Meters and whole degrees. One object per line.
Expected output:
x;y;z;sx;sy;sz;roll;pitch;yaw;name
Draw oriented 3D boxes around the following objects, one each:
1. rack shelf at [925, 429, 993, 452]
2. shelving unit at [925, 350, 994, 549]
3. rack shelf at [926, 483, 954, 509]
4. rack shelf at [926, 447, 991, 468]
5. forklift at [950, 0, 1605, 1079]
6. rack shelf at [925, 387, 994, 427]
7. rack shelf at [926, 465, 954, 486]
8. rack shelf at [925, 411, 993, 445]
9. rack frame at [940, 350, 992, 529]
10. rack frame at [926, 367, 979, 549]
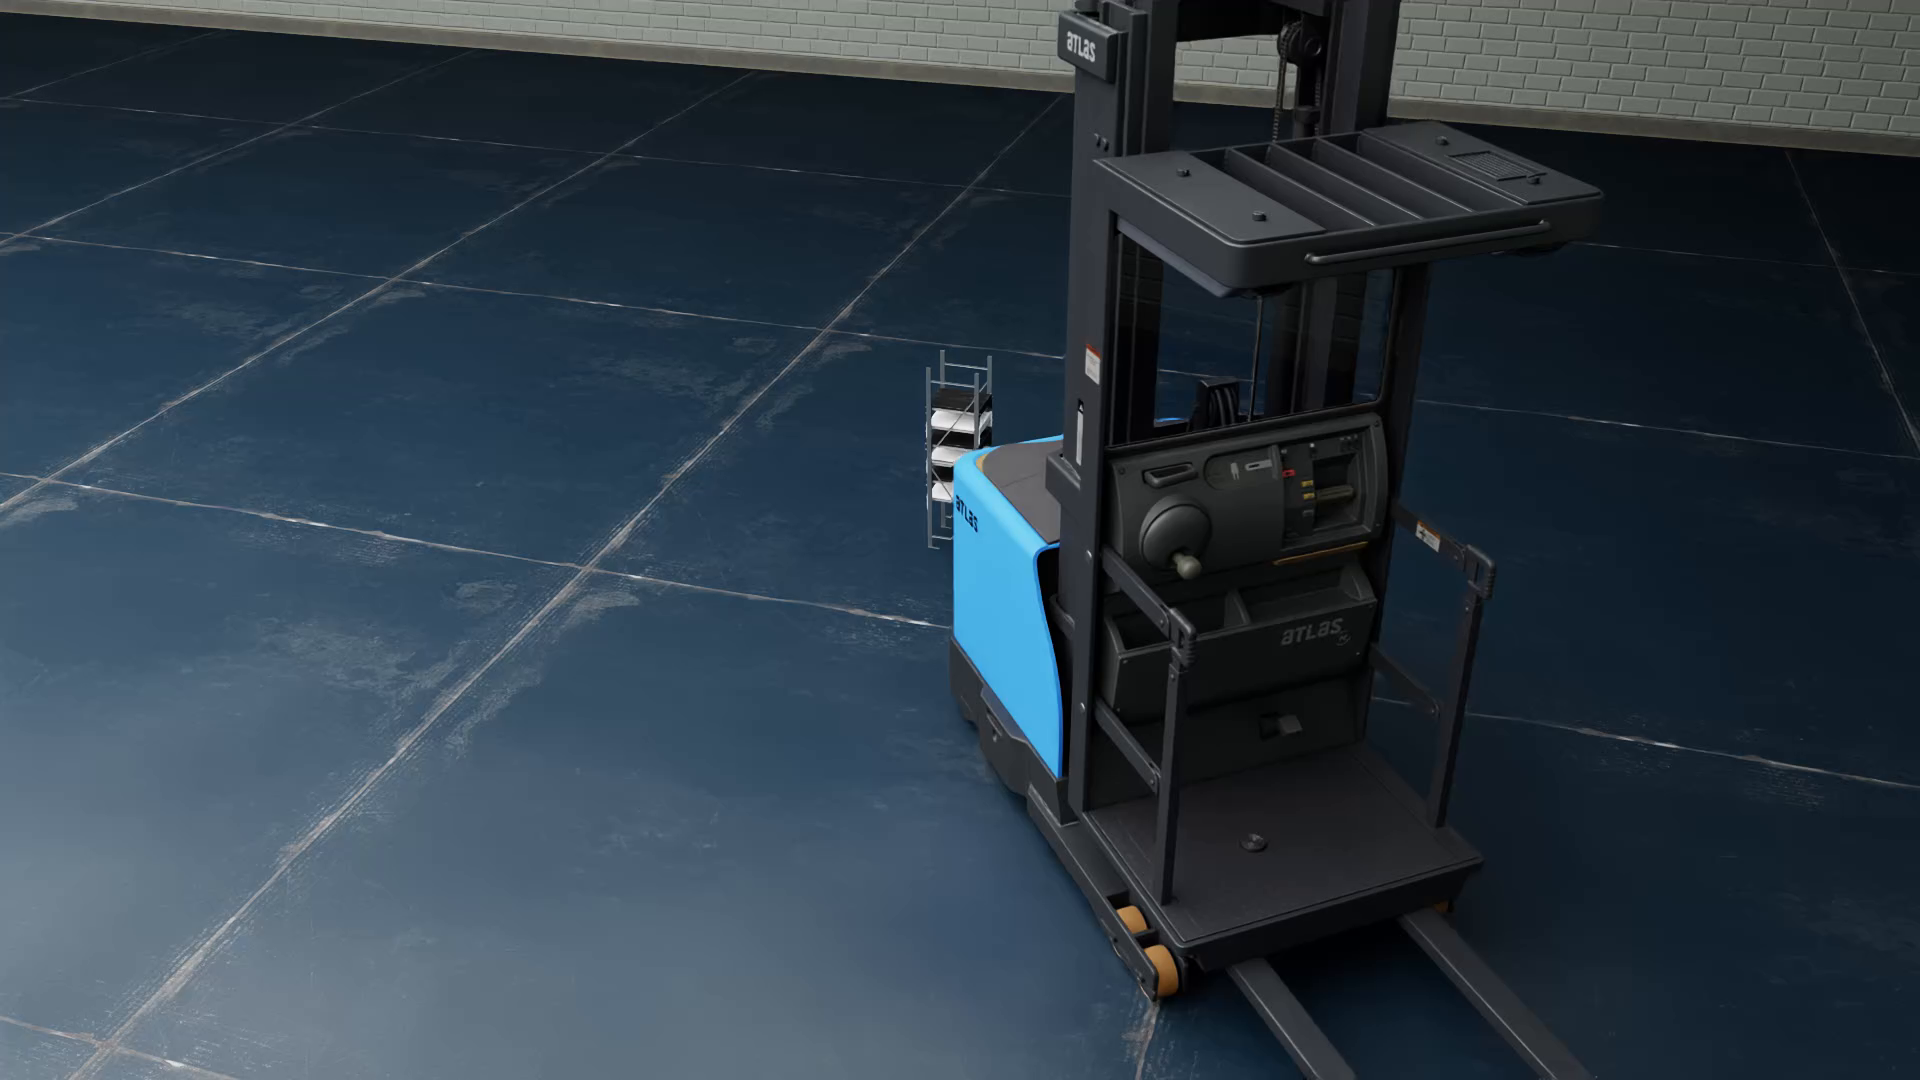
-0.002;-0.439;7.497;0.258;0.077;0.200;8;30;15;rack shelf
-0.002;-0.389;7.524;0.258;0.900;0.210;8;30;15;shelving unit
-0.002;-0.203;7.628;0.258;0.077;0.200;8;30;15;rack shelf
-0.002;-0.360;7.541;0.258;0.077;0.200;8;30;15;rack shelf
0.973;-0.084;4.886;1.130;2.935;3.031;-11;31;-19;forklift
-0.002;-0.596;7.409;0.258;0.077;0.200;8;30;15;rack shelf
-0.002;-0.282;7.584;0.258;0.077;0.200;8;30;15;rack shelf
-0.002;-0.518;7.453;0.258;0.077;0.200;8;30;15;rack shelf
0.027;-0.437;7.609;0.240;0.900;0.006;8;30;15;rack frame
-0.032;-0.342;7.440;0.240;0.900;0.006;8;30;15;rack frame
